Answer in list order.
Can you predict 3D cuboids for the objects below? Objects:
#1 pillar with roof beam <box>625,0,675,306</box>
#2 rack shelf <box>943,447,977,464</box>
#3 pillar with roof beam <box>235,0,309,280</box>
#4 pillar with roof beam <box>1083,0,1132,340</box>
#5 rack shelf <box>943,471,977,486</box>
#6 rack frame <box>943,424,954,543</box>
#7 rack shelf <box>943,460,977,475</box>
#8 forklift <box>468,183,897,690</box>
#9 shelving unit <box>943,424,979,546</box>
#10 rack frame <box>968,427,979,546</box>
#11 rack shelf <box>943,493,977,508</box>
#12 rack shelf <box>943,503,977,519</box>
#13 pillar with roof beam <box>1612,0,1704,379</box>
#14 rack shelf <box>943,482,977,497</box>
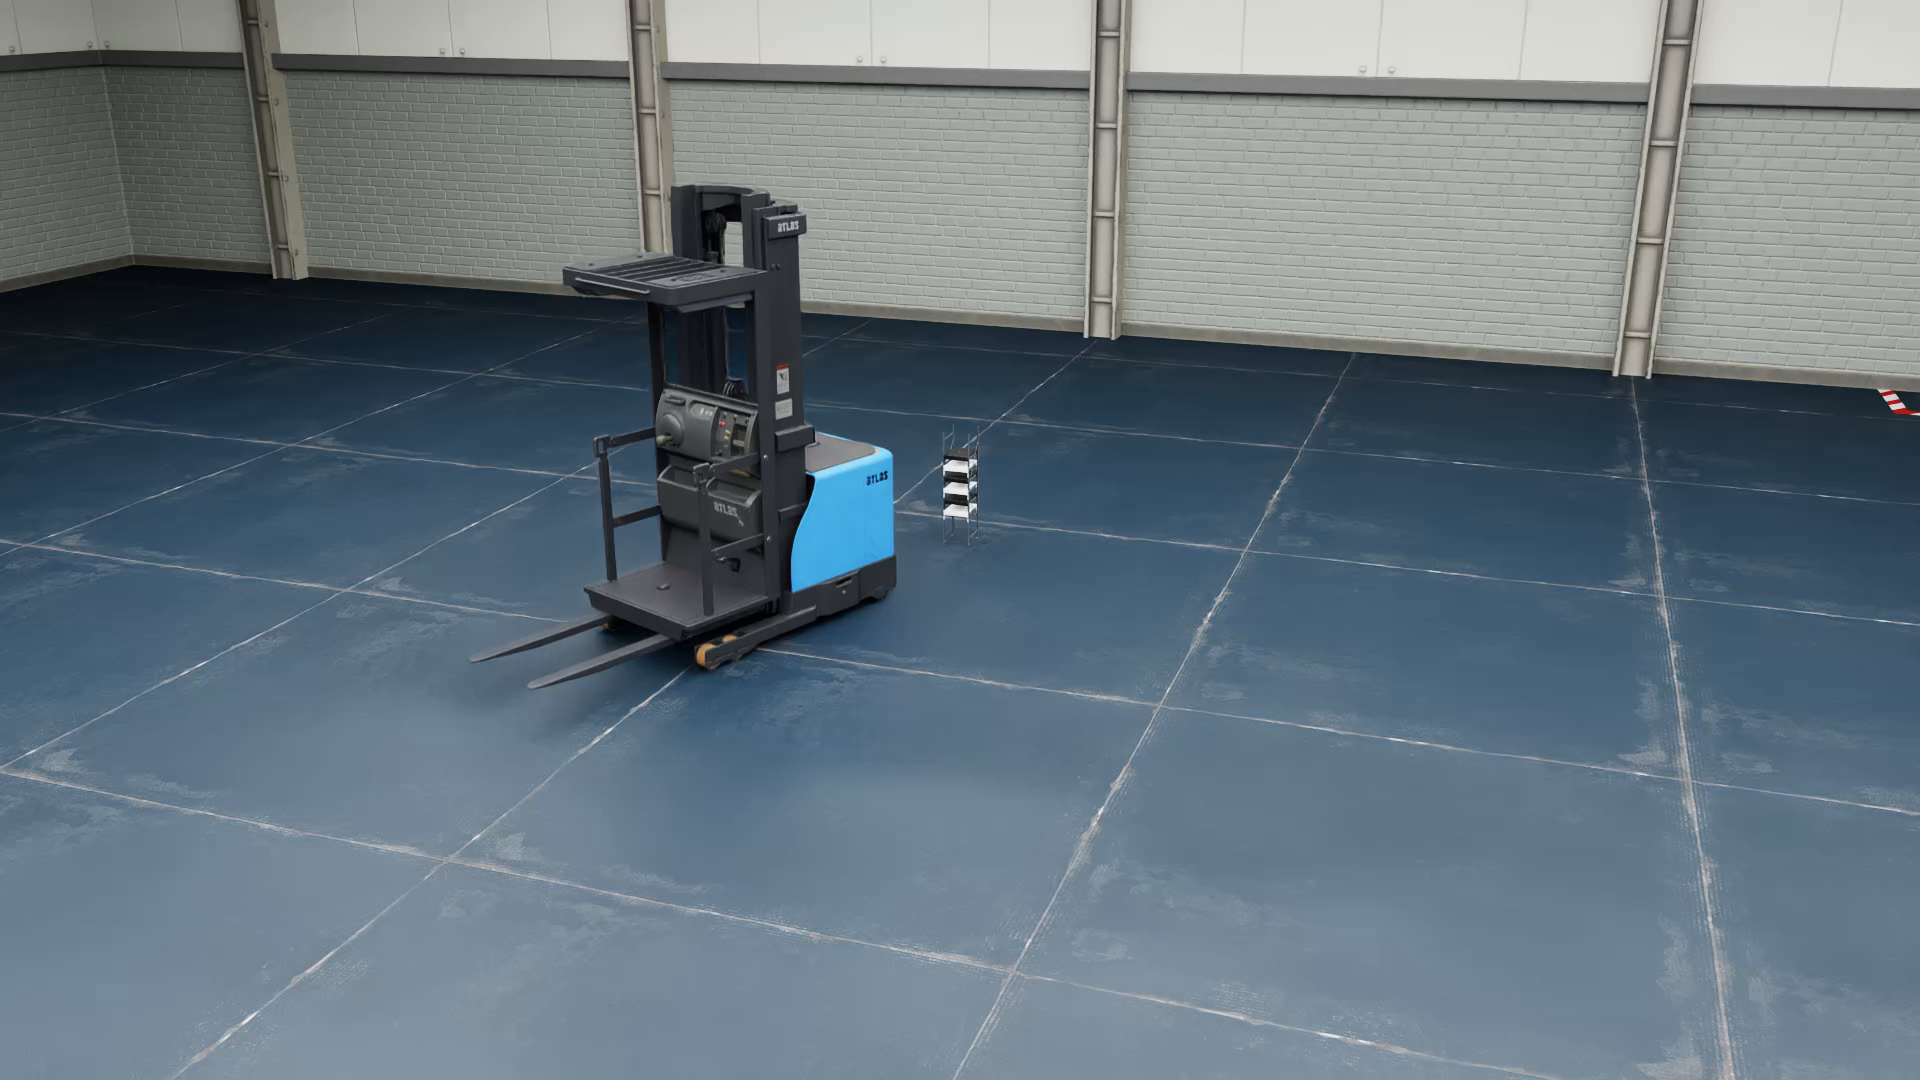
[{"bbox_3d":[-5.351,-6.035,16.718,0.400,9.000,9.100,7,20,18],"label":"pillar with roof beam"},{"bbox_3d":[0.008,-0.648,12.848,0.200,0.077,0.258,7,20,18],"label":"rack shelf"},{"bbox_3d":[-11.019,-6.683,18.577,0.400,9.000,9.100,7,20,18],"label":"pillar with roof beam"},{"bbox_3d":[0.317,-5.387,14.859,0.400,9.000,9.100,7,20,18],"label":"pillar with roof beam"},{"bbox_3d":[0.008,-0.478,12.907,0.200,0.077,0.258,7,20,18],"label":"rack shelf"},{"bbox_3d":[-0.088,-0.435,12.957,0.006,0.900,0.240,7,20,18],"label":"rack frame"},{"bbox_3d":[0.008,-0.563,12.877,0.200,0.077,0.258,7,20,18],"label":"rack shelf"},{"bbox_3d":[-1.801,-0.738,10.740,1.130,2.935,3.031,16,25,38],"label":"forklift"},{"bbox_3d":[0.008,-0.424,12.926,0.210,0.900,0.258,7,20,18],"label":"shelving unit"},{"bbox_3d":[0.104,-0.413,12.894,0.006,0.900,0.240,7,20,18],"label":"rack frame"},{"bbox_3d":[0.008,-0.308,12.966,0.200,0.077,0.258,7,20,18],"label":"rack shelf"},{"bbox_3d":[0.008,-0.223,12.996,0.200,0.077,0.258,7,20,18],"label":"rack shelf"},{"bbox_3d":[5.985,-4.739,12.999,0.400,9.000,9.100,7,20,18],"label":"pillar with roof beam"},{"bbox_3d":[0.008,-0.393,12.937,0.200,0.077,0.258,7,20,18],"label":"rack shelf"}]
